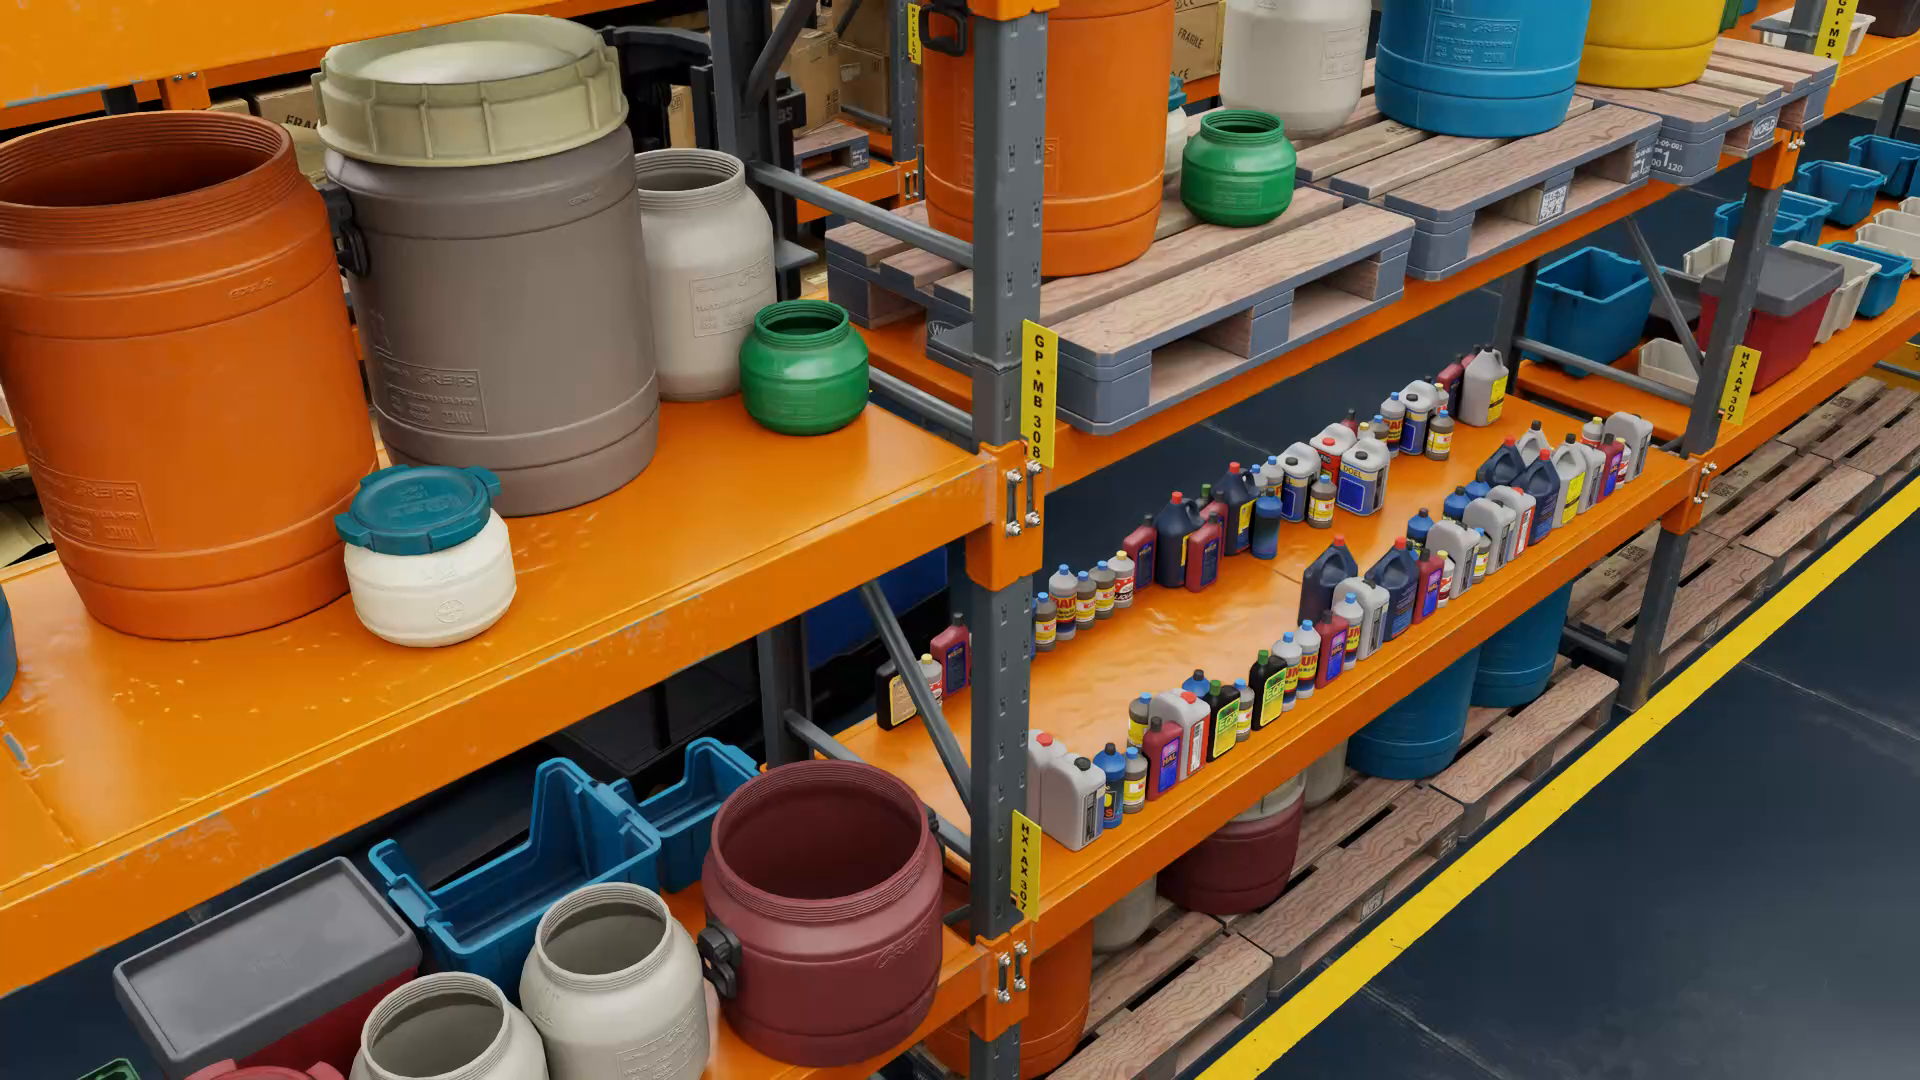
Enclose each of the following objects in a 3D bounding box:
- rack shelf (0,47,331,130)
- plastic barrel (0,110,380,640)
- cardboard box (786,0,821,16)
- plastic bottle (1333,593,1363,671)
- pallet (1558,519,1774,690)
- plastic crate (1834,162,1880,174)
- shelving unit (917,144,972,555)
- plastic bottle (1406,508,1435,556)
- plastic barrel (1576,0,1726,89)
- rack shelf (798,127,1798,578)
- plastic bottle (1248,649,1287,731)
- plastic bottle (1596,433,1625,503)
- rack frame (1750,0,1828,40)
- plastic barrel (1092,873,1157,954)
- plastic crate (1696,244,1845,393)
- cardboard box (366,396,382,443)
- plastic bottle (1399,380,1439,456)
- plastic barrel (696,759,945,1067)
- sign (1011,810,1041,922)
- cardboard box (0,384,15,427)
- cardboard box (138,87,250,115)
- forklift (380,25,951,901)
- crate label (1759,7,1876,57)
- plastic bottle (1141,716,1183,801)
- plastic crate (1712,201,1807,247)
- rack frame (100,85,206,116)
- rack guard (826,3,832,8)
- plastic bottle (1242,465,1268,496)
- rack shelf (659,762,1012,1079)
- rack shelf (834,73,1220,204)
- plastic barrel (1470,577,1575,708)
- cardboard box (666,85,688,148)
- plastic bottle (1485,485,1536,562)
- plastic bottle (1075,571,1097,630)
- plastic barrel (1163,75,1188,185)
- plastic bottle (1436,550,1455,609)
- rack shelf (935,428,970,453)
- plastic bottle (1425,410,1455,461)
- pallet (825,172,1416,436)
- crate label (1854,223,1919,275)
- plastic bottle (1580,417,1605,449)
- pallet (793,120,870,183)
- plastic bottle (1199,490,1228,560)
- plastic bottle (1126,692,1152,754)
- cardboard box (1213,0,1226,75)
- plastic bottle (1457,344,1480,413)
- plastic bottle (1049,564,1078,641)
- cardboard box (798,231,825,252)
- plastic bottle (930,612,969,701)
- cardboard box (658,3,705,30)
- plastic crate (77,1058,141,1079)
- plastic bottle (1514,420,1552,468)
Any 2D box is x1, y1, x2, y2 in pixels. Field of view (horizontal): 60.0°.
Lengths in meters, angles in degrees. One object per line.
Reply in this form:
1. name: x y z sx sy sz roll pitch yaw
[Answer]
1. rack shelf: -5.478 -3.481 12.256 4.000 0.370 1.077 -26 40 -35
2. plastic barrel: -1.438 -0.311 3.096 0.708 0.830 0.600 -26 40 -35
3. cardboard box: -1.494 -4.903 15.265 0.250 0.149 0.380 -26 40 -36
4. plastic bottle: 1.279 0.297 5.513 0.097 0.271 0.097 0 31 0
5. pallet: 3.237 0.207 8.209 1.213 0.211 1.003 -26 40 -35
6. plastic crate: 4.961 -1.995 9.333 0.298 0.136 0.250 -26 40 -35
7. shelving unit: 0.121 -0.955 8.298 0.503 2.100 0.431 -26 40 -35
8. plastic bottle: 1.650 0.009 5.984 0.097 0.271 0.097 0 31 0
9. plastic barrel: 2.193 -1.845 5.433 0.600 0.588 0.600 0 31 0
10. rack shelf: 1.258 -0.970 5.276 4.000 0.370 1.077 -26 40 -35
11. plastic bottle: 0.966 0.456 5.241 0.133 0.283 0.061 -26 40 -35
12. plastic bottle: 2.517 -0.294 6.468 0.133 0.283 0.061 -26 40 -35
13. rack frame: 2.725 -3.266 5.466 0.127 3.000 1.000 -26 40 -35
14. plastic barrel: 0.492 1.179 5.928 0.421 0.512 0.421 0 31 0
15. plastic crate: 3.550 -0.981 7.360 0.583 0.464 0.402 -26 40 -35
16. cardboard box: -3.046 -0.358 8.434 0.500 0.500 0.500 -24 39 -34
17. plastic bottle: 1.858 -0.506 6.821 0.135 0.276 0.152 -26 40 -35
18. plastic barrel: -0.343 0.934 4.216 0.708 0.536 0.600 -26 40 -35
19. sign: 0.171 0.850 4.328 0.005 0.325 0.100 -26 40 -35
20. cardboard box: -4.045 -0.652 7.183 0.250 0.149 0.380 -26 40 -35
21. cardboard box: -5.670 -2.859 12.208 0.750 0.750 0.750 -26 40 -36
22. forklift: -1.394 -0.386 6.572 1.130 2.935 3.031 25 39 34
23. crate label: 3.280 -1.937 6.420 0.466 0.136 0.293 -26 40 -35
24. plastic bottle: 0.601 0.633 4.952 0.133 0.283 0.061 -26 40 -35
25. plastic crate: 4.067 -1.545 8.504 0.300 0.233 0.416 -26 40 -35
26. rack frame: -3.574 -1.184 7.812 0.127 3.000 1.000 -26 40 -35
27. rack guard: -1.061 -4.858 16.215 0.348 0.500 1.175 -26 40 -35
28. plastic bottle: 1.102 -0.158 6.256 0.097 0.271 0.097 0 31 0
29. rack shelf: -1.675 1.728 3.738 4.000 0.370 1.077 -26 40 -35
30. rack shelf: 0.826 -3.006 11.480 4.000 0.370 1.077 -26 40 -35
31. plastic barrel: 2.314 0.195 7.164 0.708 0.901 0.600 -26 40 -35
32. cardboard box: -1.894 -2.175 8.933 0.700 0.500 0.500 18 36 27
33. plastic bottle: 2.018 -0.082 6.128 0.135 0.276 0.152 -26 40 -35
34. plastic bottle: 0.421 0.201 5.736 0.097 0.201 0.097 0 31 0
35. plastic barrel: 0.478 -1.124 4.568 0.301 0.262 0.301 0 31 0
36. plastic bottle: 1.682 0.131 5.850 0.097 0.201 0.097 0 31 0
37. rack shelf: 0.121 -0.346 8.671 0.480 0.518 0.431 -26 40 -35
38. plastic bottle: 1.956 -0.433 6.773 0.097 0.201 0.097 0 31 0
39. pallet: 0.419 -0.721 4.360 1.213 0.211 1.003 -26 40 -35
40. crate label: 4.773 -1.475 8.482 0.243 0.136 0.396 -26 40 -35
41. plastic bottle: 2.557 -0.400 6.719 0.097 0.201 0.097 0 31 0
42. pallet: -1.301 -2.280 9.787 1.213 0.211 1.003 -26 40 -35
43. plastic bottle: 0.911 -0.040 6.052 0.133 0.283 0.061 -26 40 -35
44. plastic bottle: 0.569 0.561 5.147 0.097 0.201 0.097 0 31 0
45. cardboard box: 1.771 -3.616 11.693 0.500 0.500 0.500 -25 40 -35
46. plastic bottle: 2.166 -0.690 7.116 0.133 0.283 0.061 -26 40 -35
47. plastic bottle: 0.350 0.206 5.661 0.097 0.271 0.097 0 31 0
48. cardboard box: -1.161 -1.646 10.541 0.500 0.500 0.500 27 41 37
49. plastic bottle: -0.033 0.373 5.376 0.133 0.283 0.061 -26 40 -35
50. cardboard box: -2.496 -4.689 14.915 0.250 0.149 0.380 -25 40 -35
51. plastic crate: -2.057 1.495 3.632 0.662 0.188 0.450 -26 40 -35
52. plastic bottle: 2.175 -0.290 6.396 0.185 0.351 0.144 -26 40 -35
